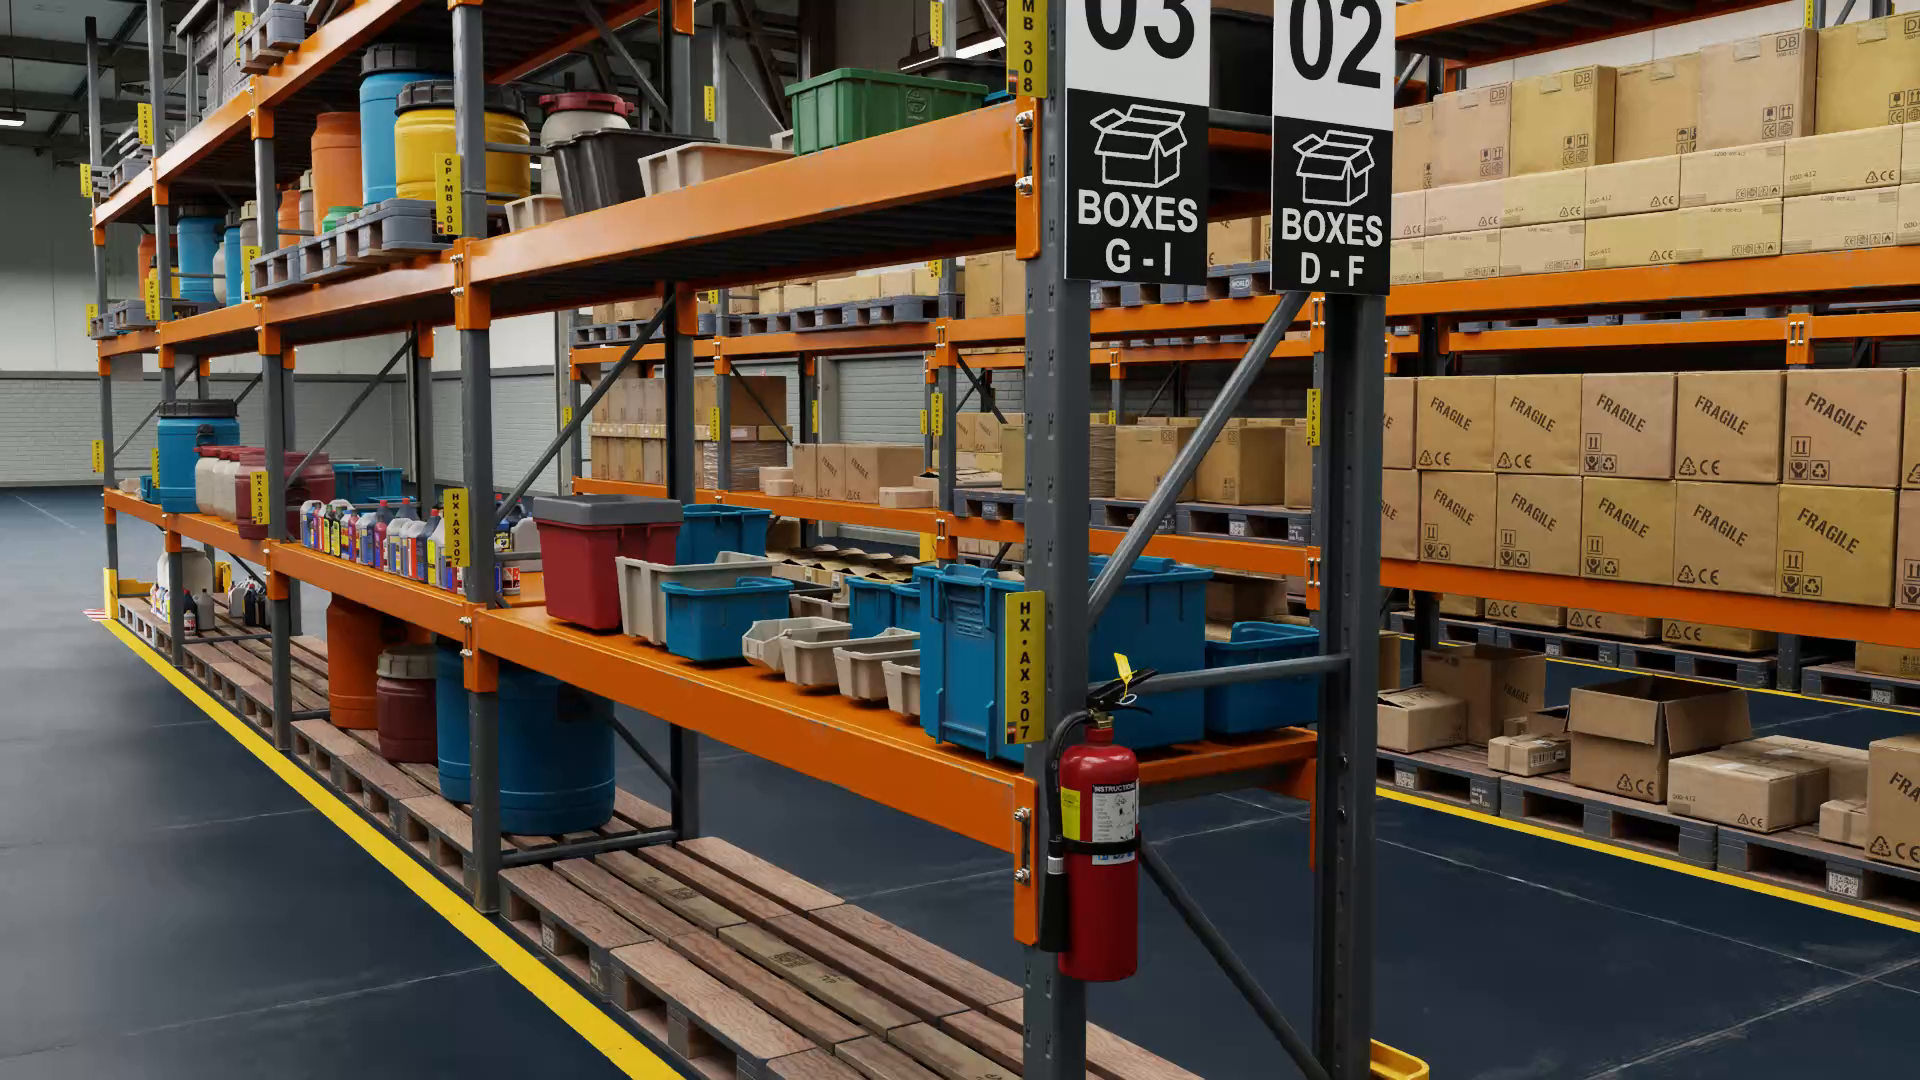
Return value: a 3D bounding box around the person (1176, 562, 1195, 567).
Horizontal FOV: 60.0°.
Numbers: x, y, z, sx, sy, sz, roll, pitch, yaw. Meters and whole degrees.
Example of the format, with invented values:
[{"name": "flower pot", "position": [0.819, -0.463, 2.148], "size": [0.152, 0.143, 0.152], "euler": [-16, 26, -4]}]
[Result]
[{"name": "person", "position": [2.246, -0.109, 16.940], "size": [0.380, 1.794, 0.538], "euler": [-3, 6, -37]}]
